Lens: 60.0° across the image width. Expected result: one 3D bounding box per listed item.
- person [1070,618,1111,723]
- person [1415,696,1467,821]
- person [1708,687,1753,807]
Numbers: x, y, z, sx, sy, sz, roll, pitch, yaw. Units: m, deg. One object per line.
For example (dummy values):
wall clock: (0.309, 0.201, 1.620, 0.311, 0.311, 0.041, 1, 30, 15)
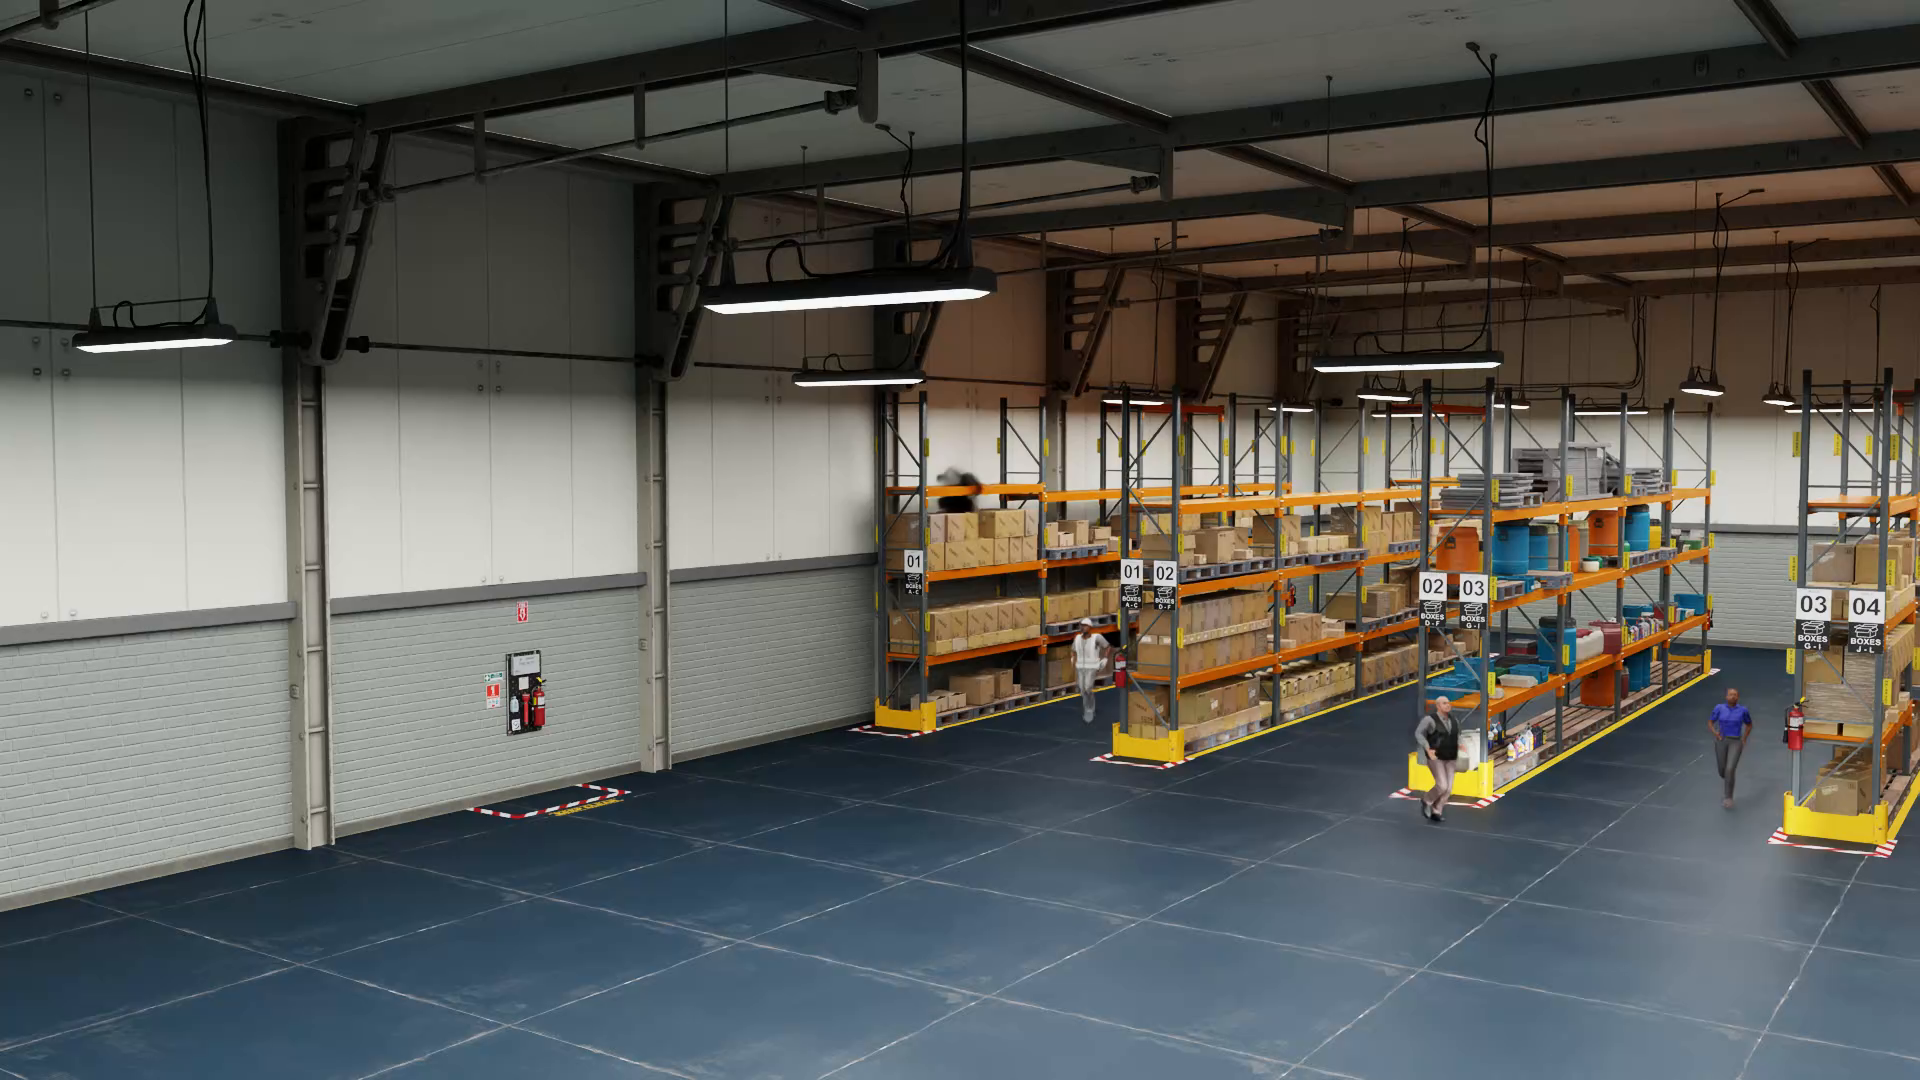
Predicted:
person: (2.202, 2.266, 28.841, 0.694, 1.809, 0.636, 2, 4, 31)
person: (6.444, 2.924, 22.136, 0.639, 1.677, 0.569, -1, 3, -20)
person: (10.856, 2.895, 23.457, 0.575, 1.651, 0.739, 2, 4, 29)
